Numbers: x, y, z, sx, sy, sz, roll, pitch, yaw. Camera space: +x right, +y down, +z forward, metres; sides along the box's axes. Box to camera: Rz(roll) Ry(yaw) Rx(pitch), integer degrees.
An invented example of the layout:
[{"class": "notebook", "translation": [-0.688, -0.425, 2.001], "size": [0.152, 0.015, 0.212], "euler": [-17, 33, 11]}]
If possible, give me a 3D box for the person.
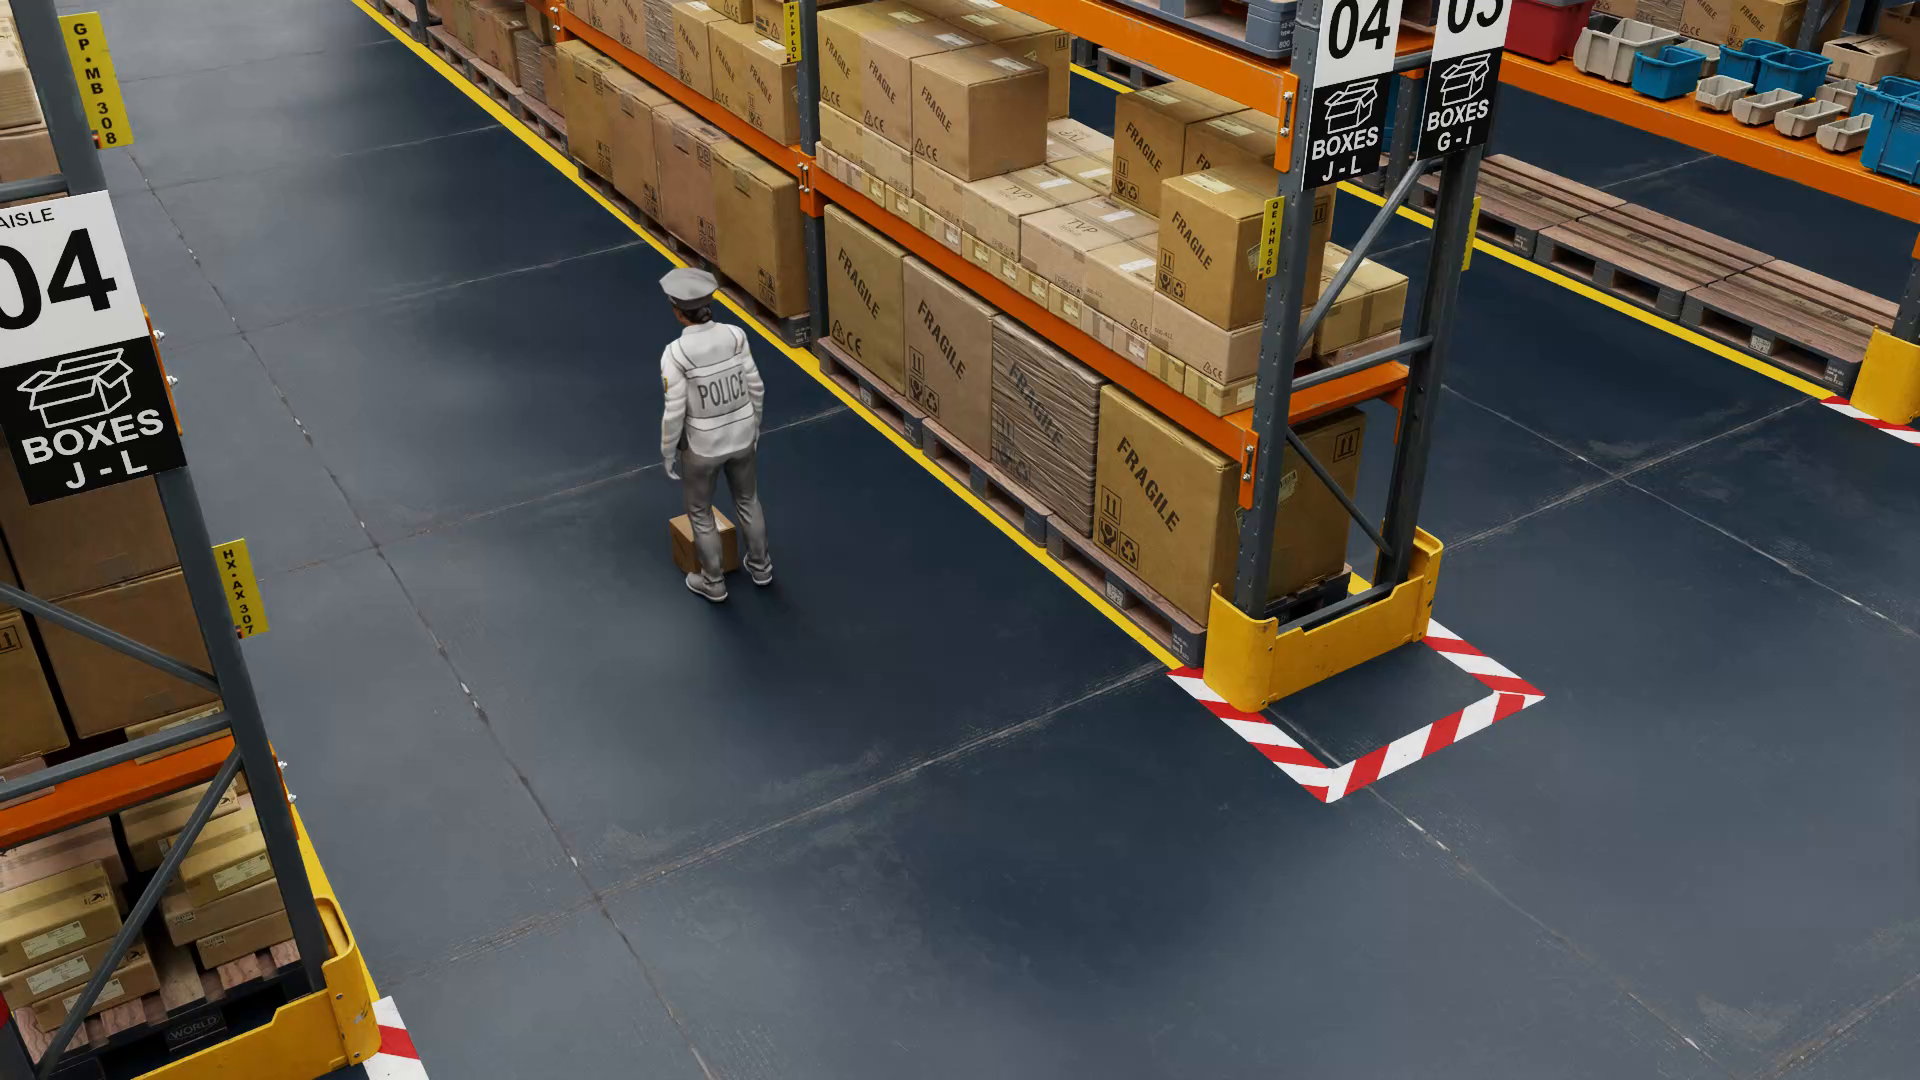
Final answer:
[{"class": "person", "translation": [-1.162, -0.464, 7.854], "size": [0.546, 1.664, 0.376], "euler": [-22, 39, -30]}]
